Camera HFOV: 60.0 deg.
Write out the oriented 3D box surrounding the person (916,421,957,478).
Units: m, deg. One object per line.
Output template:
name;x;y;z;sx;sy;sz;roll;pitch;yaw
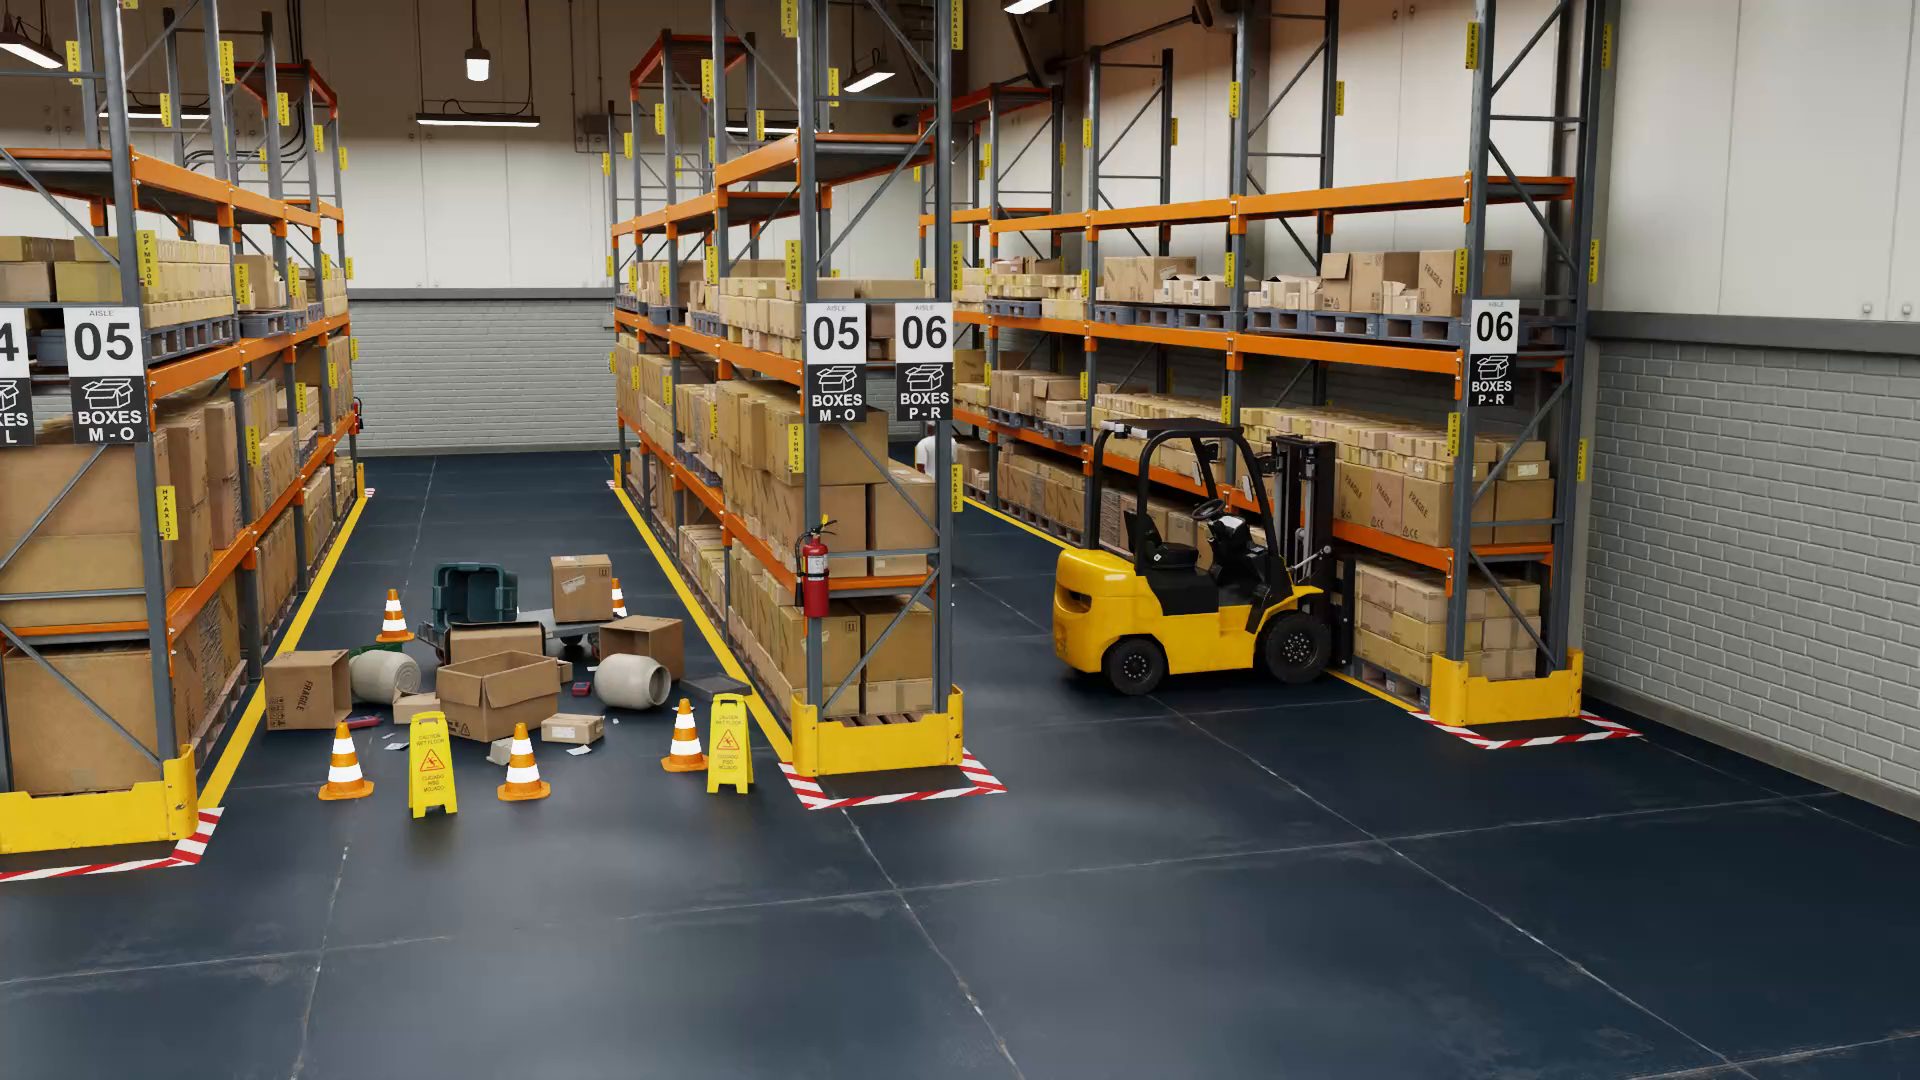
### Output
person;-0.334;-0.661;19.779;0.567;1.726;0.920;-4;10;-21
